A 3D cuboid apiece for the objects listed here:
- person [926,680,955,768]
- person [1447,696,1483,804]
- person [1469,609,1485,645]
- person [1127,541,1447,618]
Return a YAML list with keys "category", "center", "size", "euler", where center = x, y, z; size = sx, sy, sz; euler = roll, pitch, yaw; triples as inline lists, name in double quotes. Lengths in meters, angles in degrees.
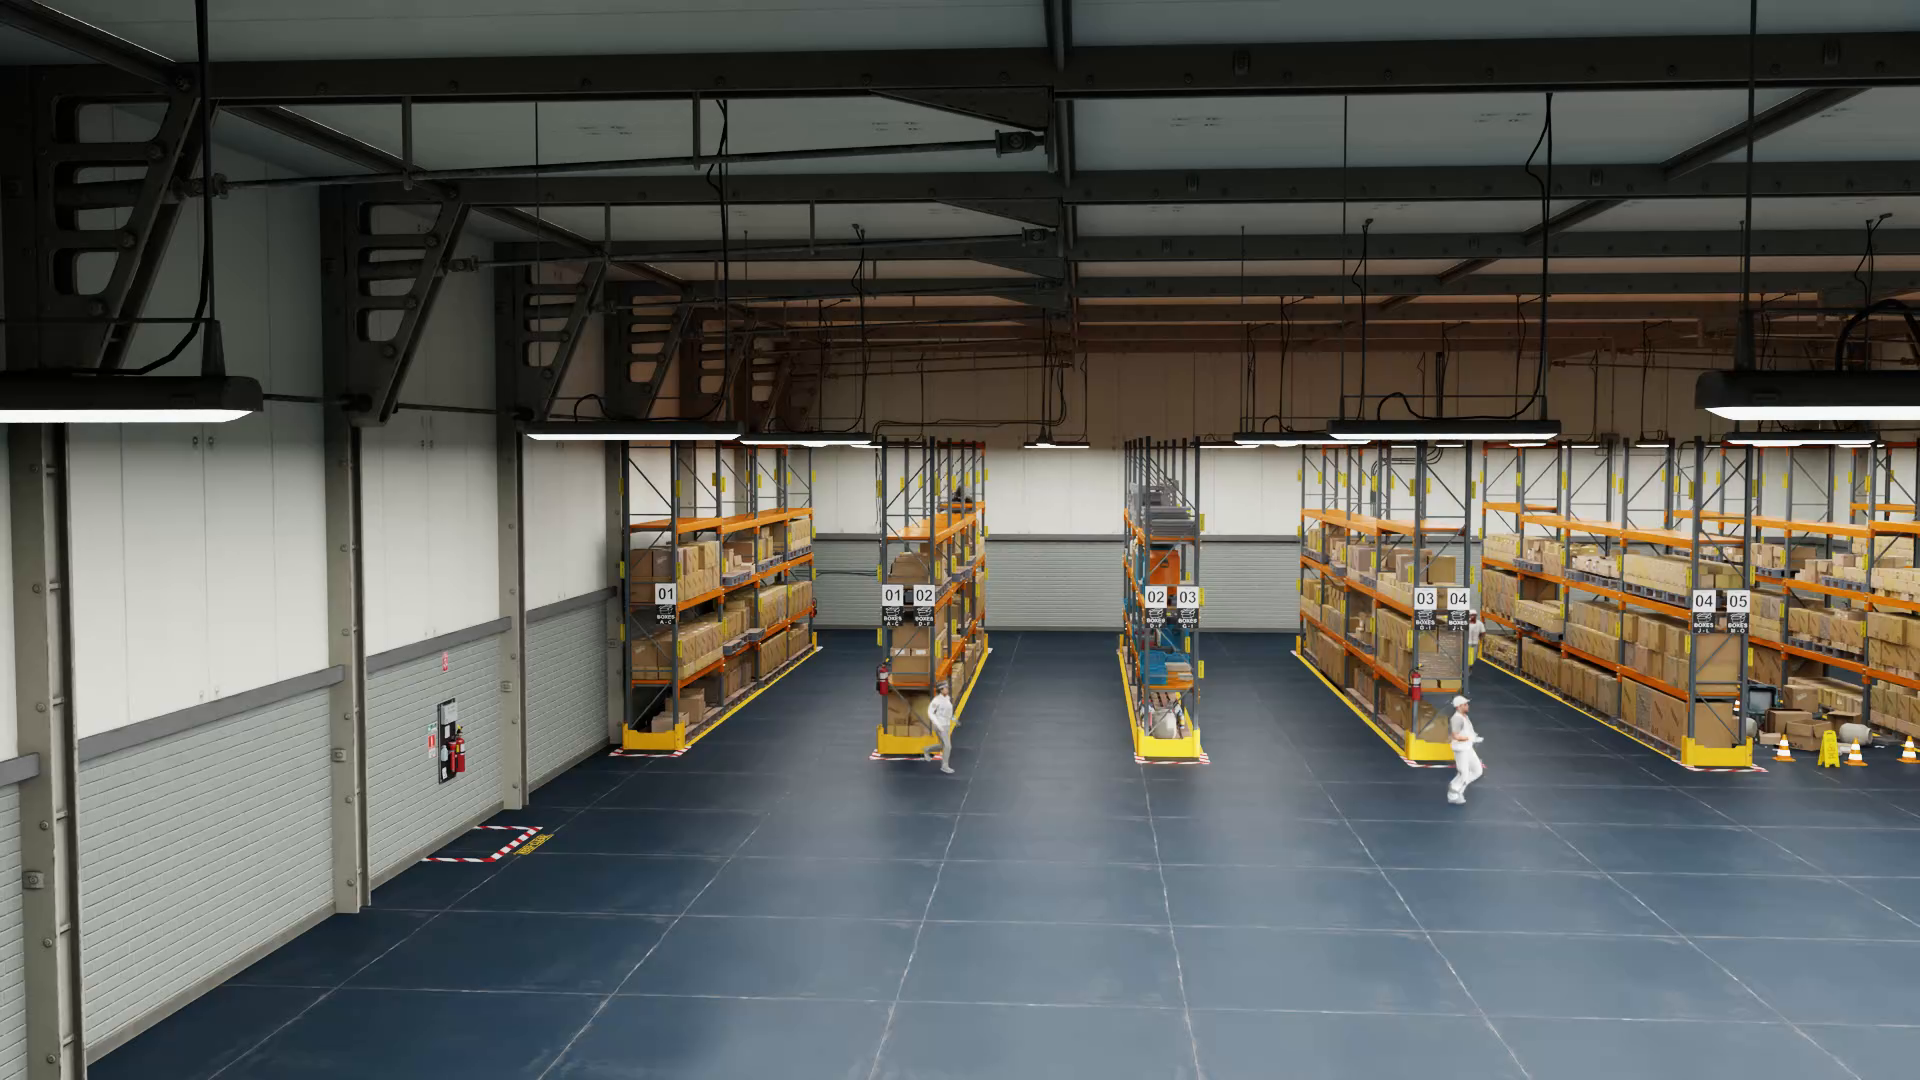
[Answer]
- category: "person"
  center: [-0.391, 3.275, 29.729]
  size: [0.608, 1.573, 0.602]
  euler: [2, 4, 30]
- category: "person"
  center: [6.591, 2.991, 34.406]
  size: [11.755, 1.750, 11.396]
  euler: [2, 4, 34]
- category: "person"
  center: [12.910, 2.184, 41.952]
  size: [0.654, 0.884, 0.428]
  euler: [0, 3, 2]
- category: "person"
  center: [9.053, 1.664, 46.116]
  size: [9.052, 3.187, 0.765]
  euler: [1, 3, 10]
